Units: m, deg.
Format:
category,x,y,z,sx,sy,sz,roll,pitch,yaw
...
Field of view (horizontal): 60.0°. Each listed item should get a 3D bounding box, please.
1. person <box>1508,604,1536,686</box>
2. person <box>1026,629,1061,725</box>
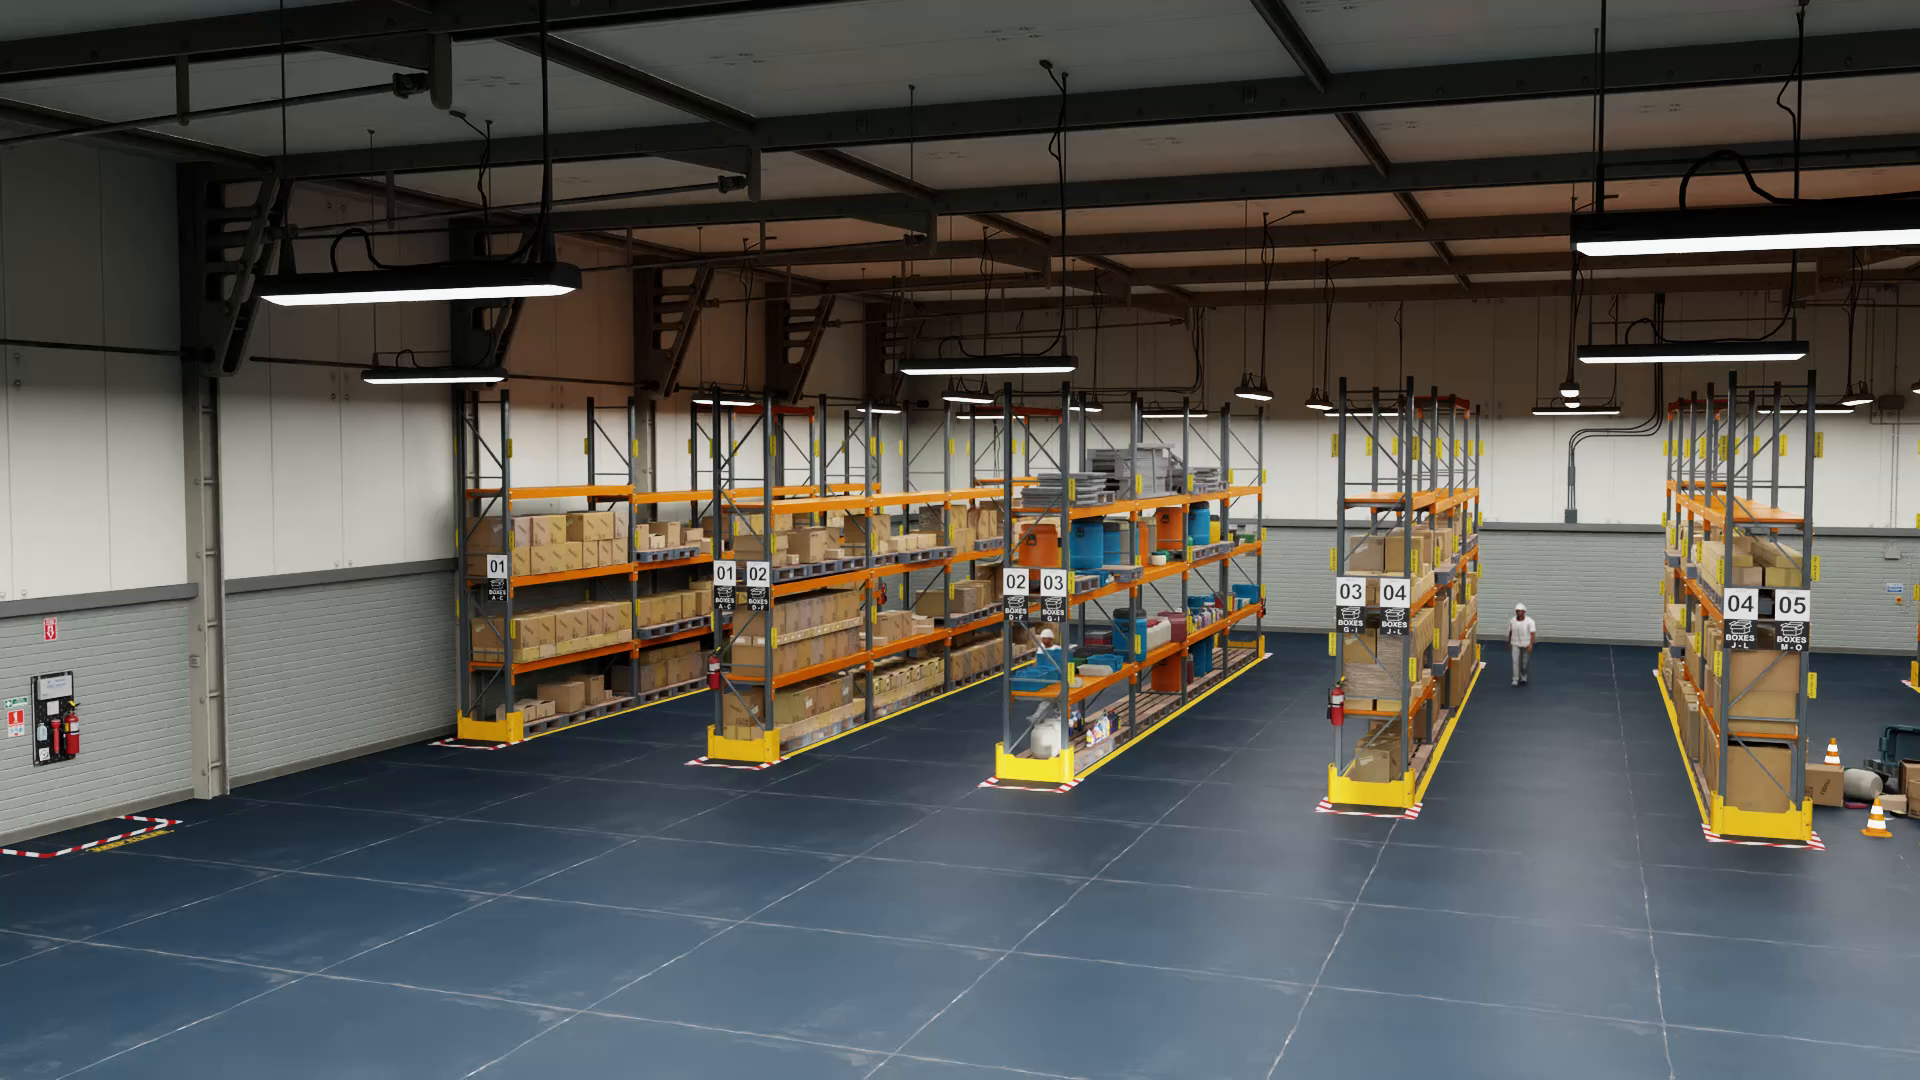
category,x,y,z,sx,sy,sz,roll,pitch,yaw
person,11.833,2.204,35.030,0.556,1.708,1.085,1,3,21
person,1.490,2.467,29.951,1.074,1.711,0.597,-2,4,-35
